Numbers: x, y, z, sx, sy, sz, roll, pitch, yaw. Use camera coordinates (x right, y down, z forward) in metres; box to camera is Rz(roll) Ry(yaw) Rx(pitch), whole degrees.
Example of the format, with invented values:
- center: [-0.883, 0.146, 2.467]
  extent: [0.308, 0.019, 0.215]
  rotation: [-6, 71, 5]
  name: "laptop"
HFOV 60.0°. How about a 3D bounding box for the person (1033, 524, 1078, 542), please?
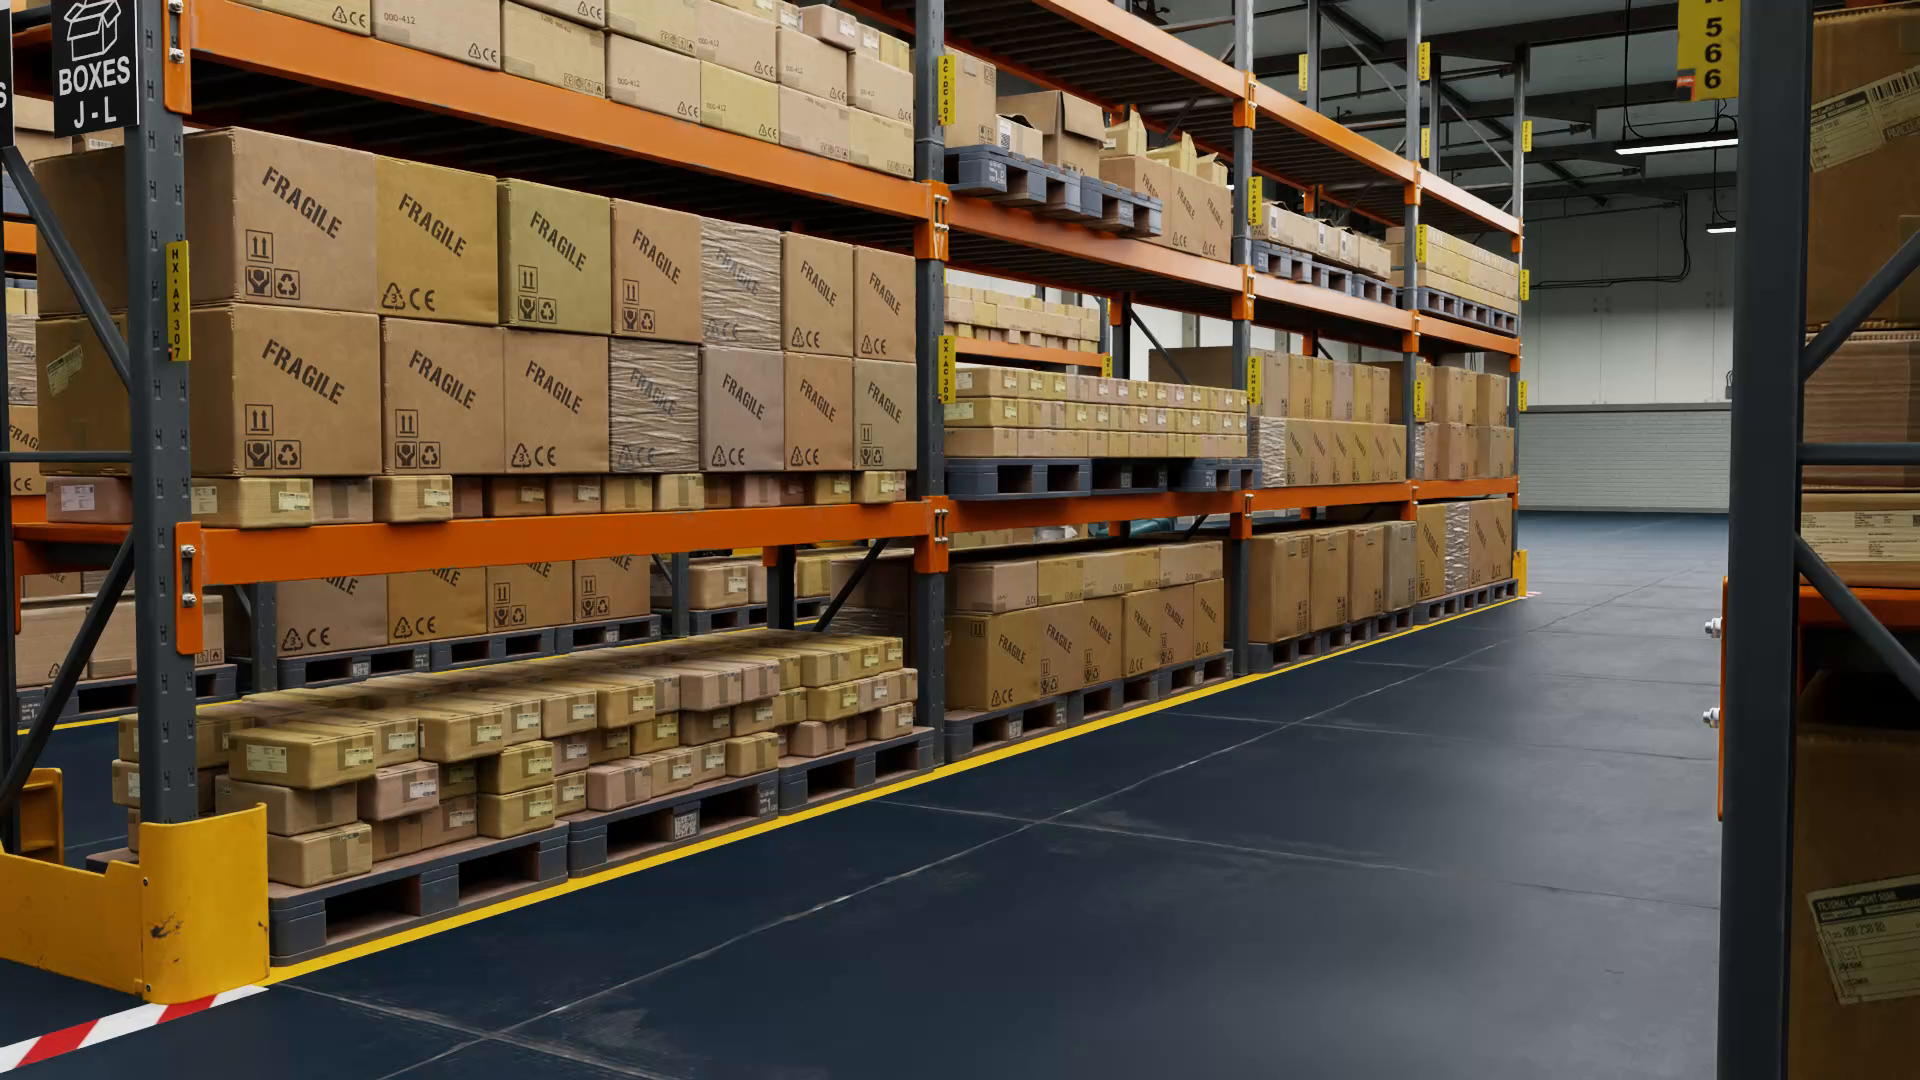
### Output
- center: [0.894, -0.083, 14.095]
  extent: [0.550, 1.796, 0.588]
  rotation: [-1, 3, -18]
  name: "person"
